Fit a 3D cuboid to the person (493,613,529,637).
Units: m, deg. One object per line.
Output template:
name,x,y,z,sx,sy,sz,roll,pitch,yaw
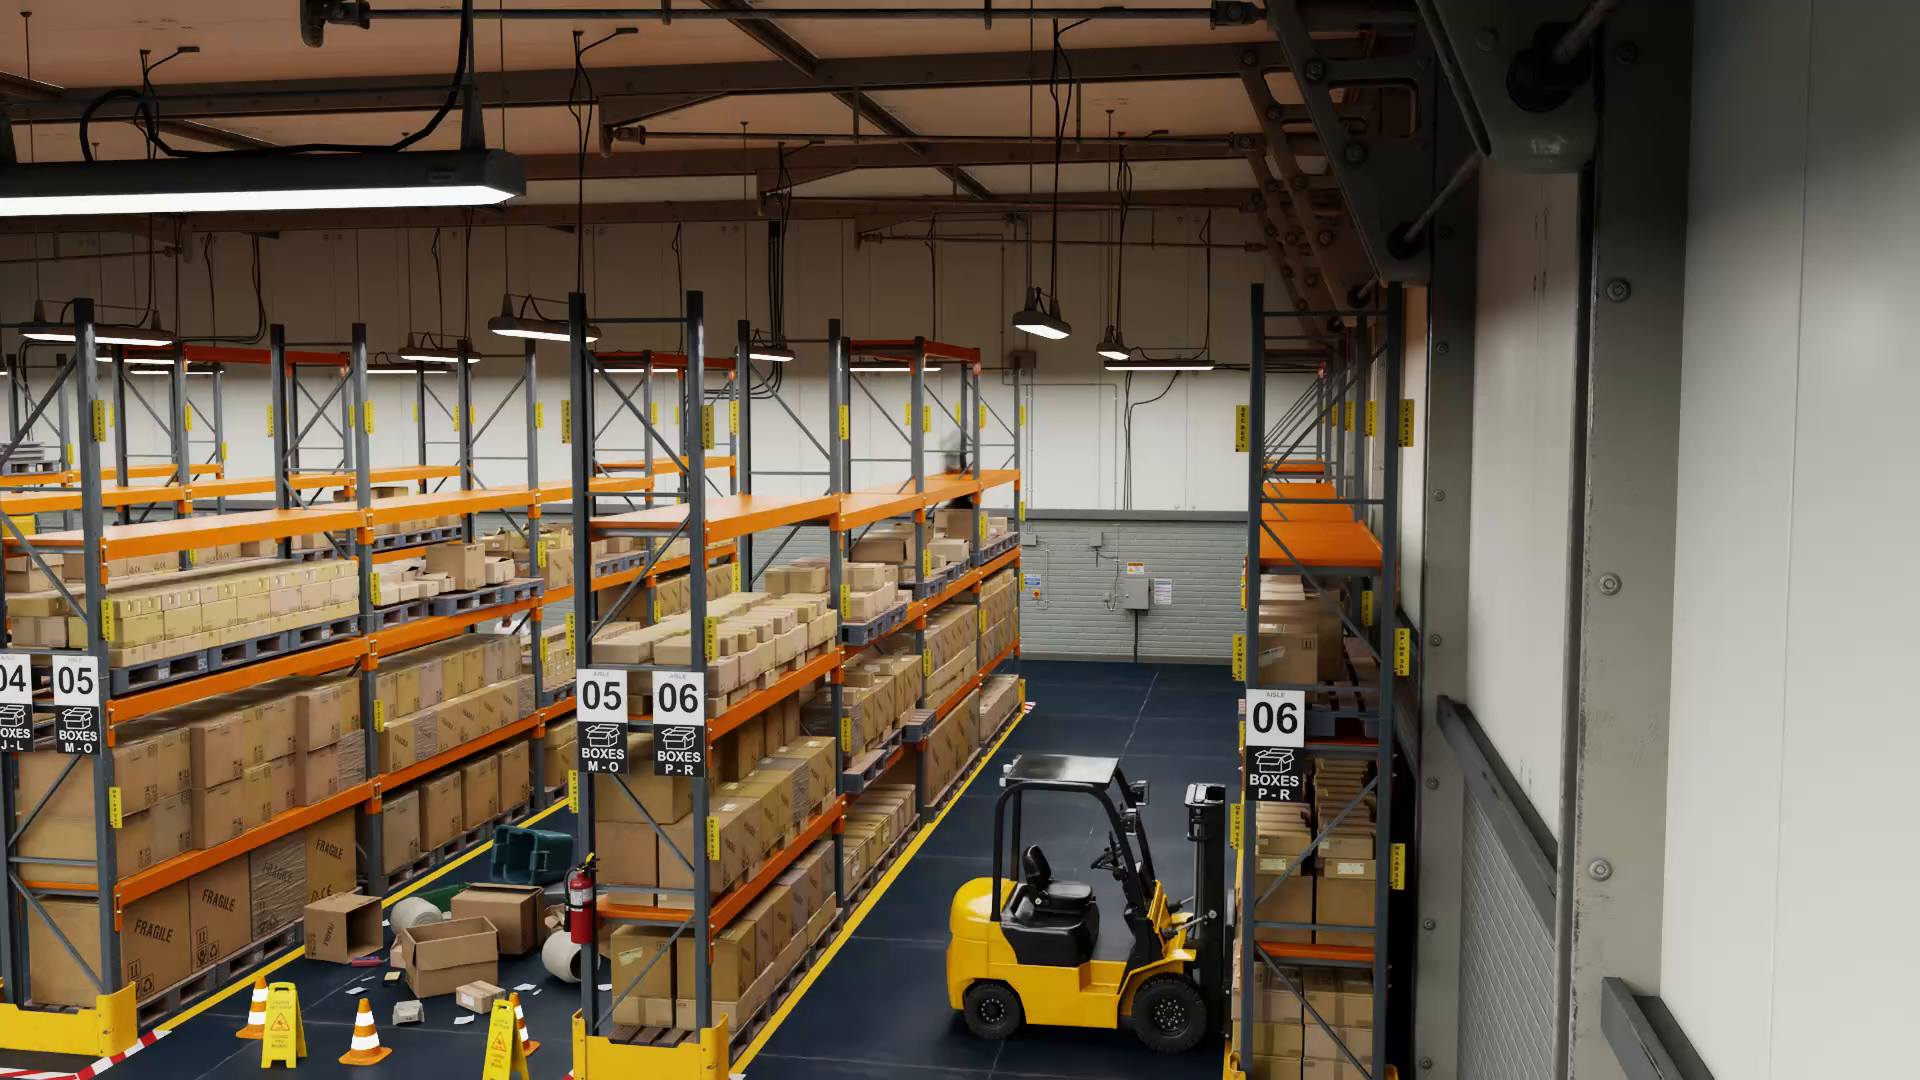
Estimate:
person,-7.711,2.003,28.556,0.709,1.764,0.853,1,5,7
